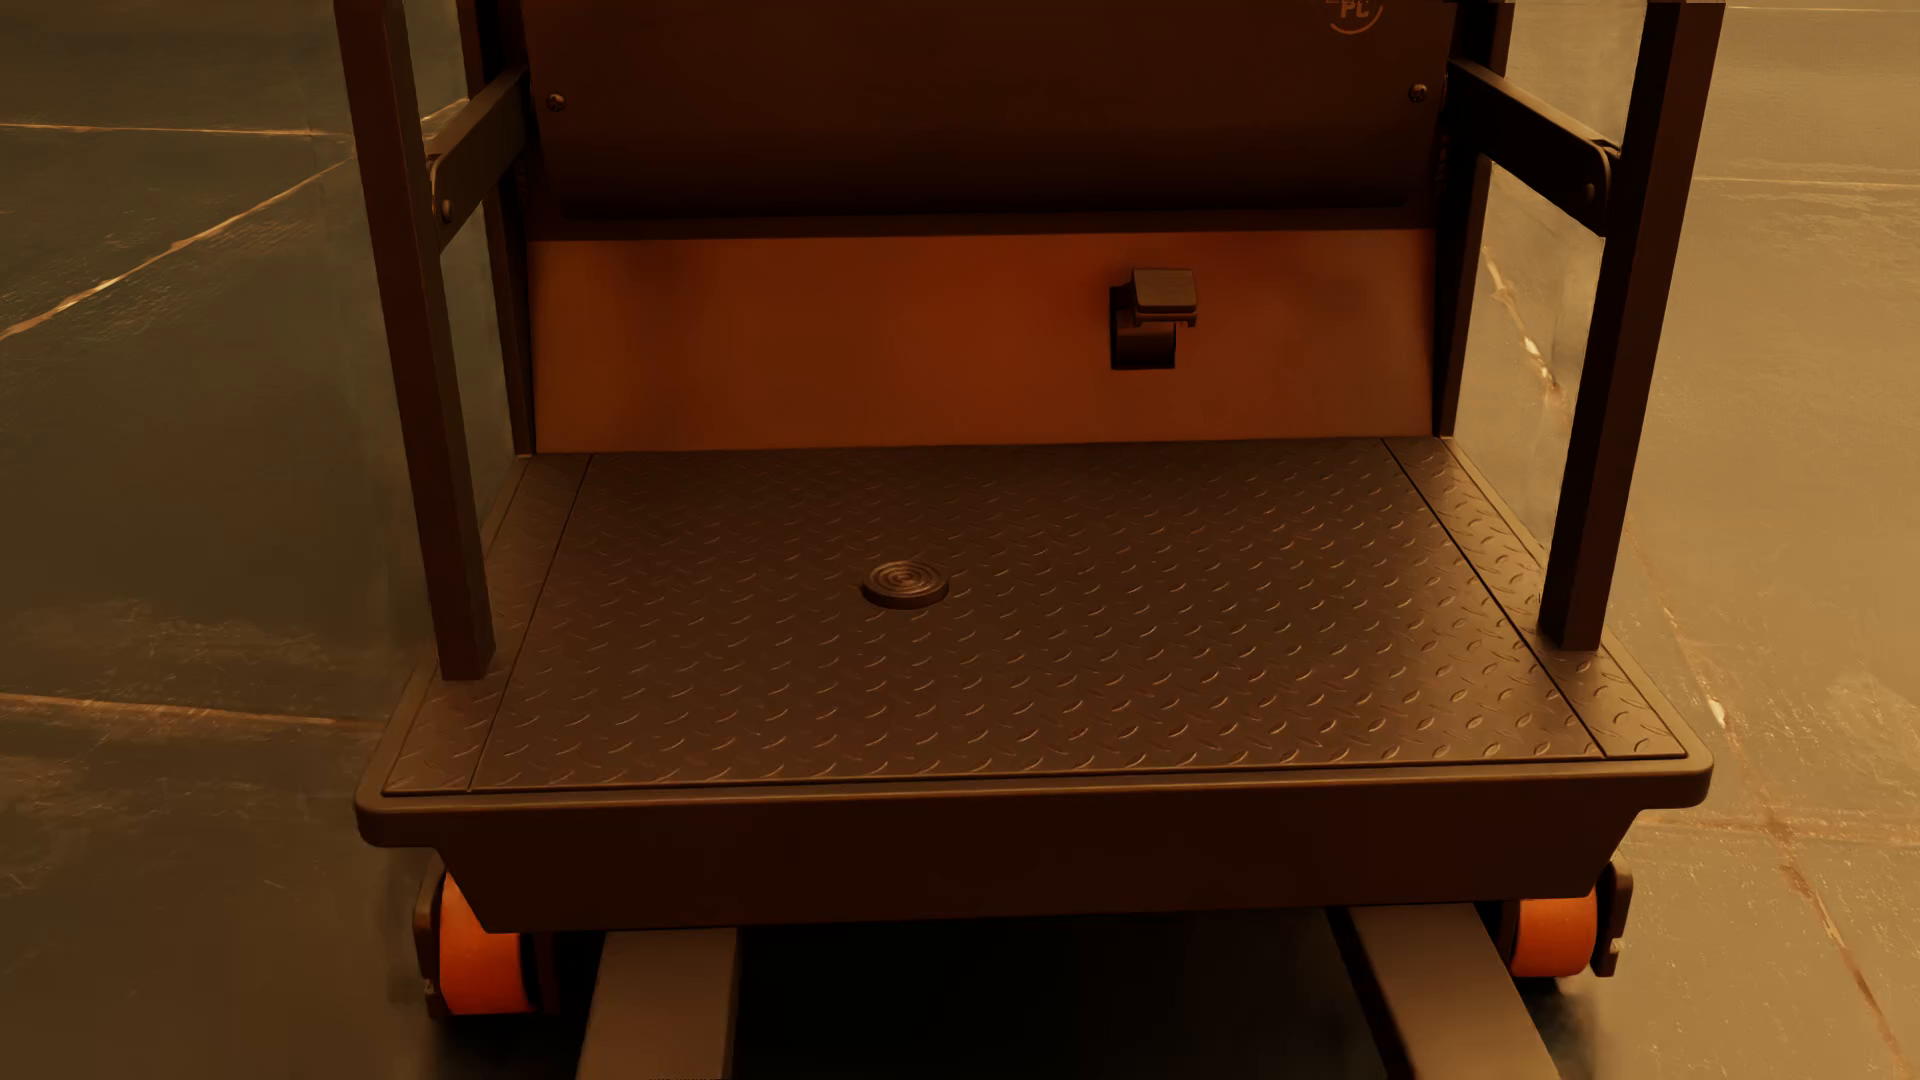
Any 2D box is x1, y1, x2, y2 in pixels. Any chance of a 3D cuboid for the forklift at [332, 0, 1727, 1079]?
[{"bbox_3d":[0.045,-1.008,1.236,1.130,2.935,3.031,-1,27,-3],"label":"forklift"}]
